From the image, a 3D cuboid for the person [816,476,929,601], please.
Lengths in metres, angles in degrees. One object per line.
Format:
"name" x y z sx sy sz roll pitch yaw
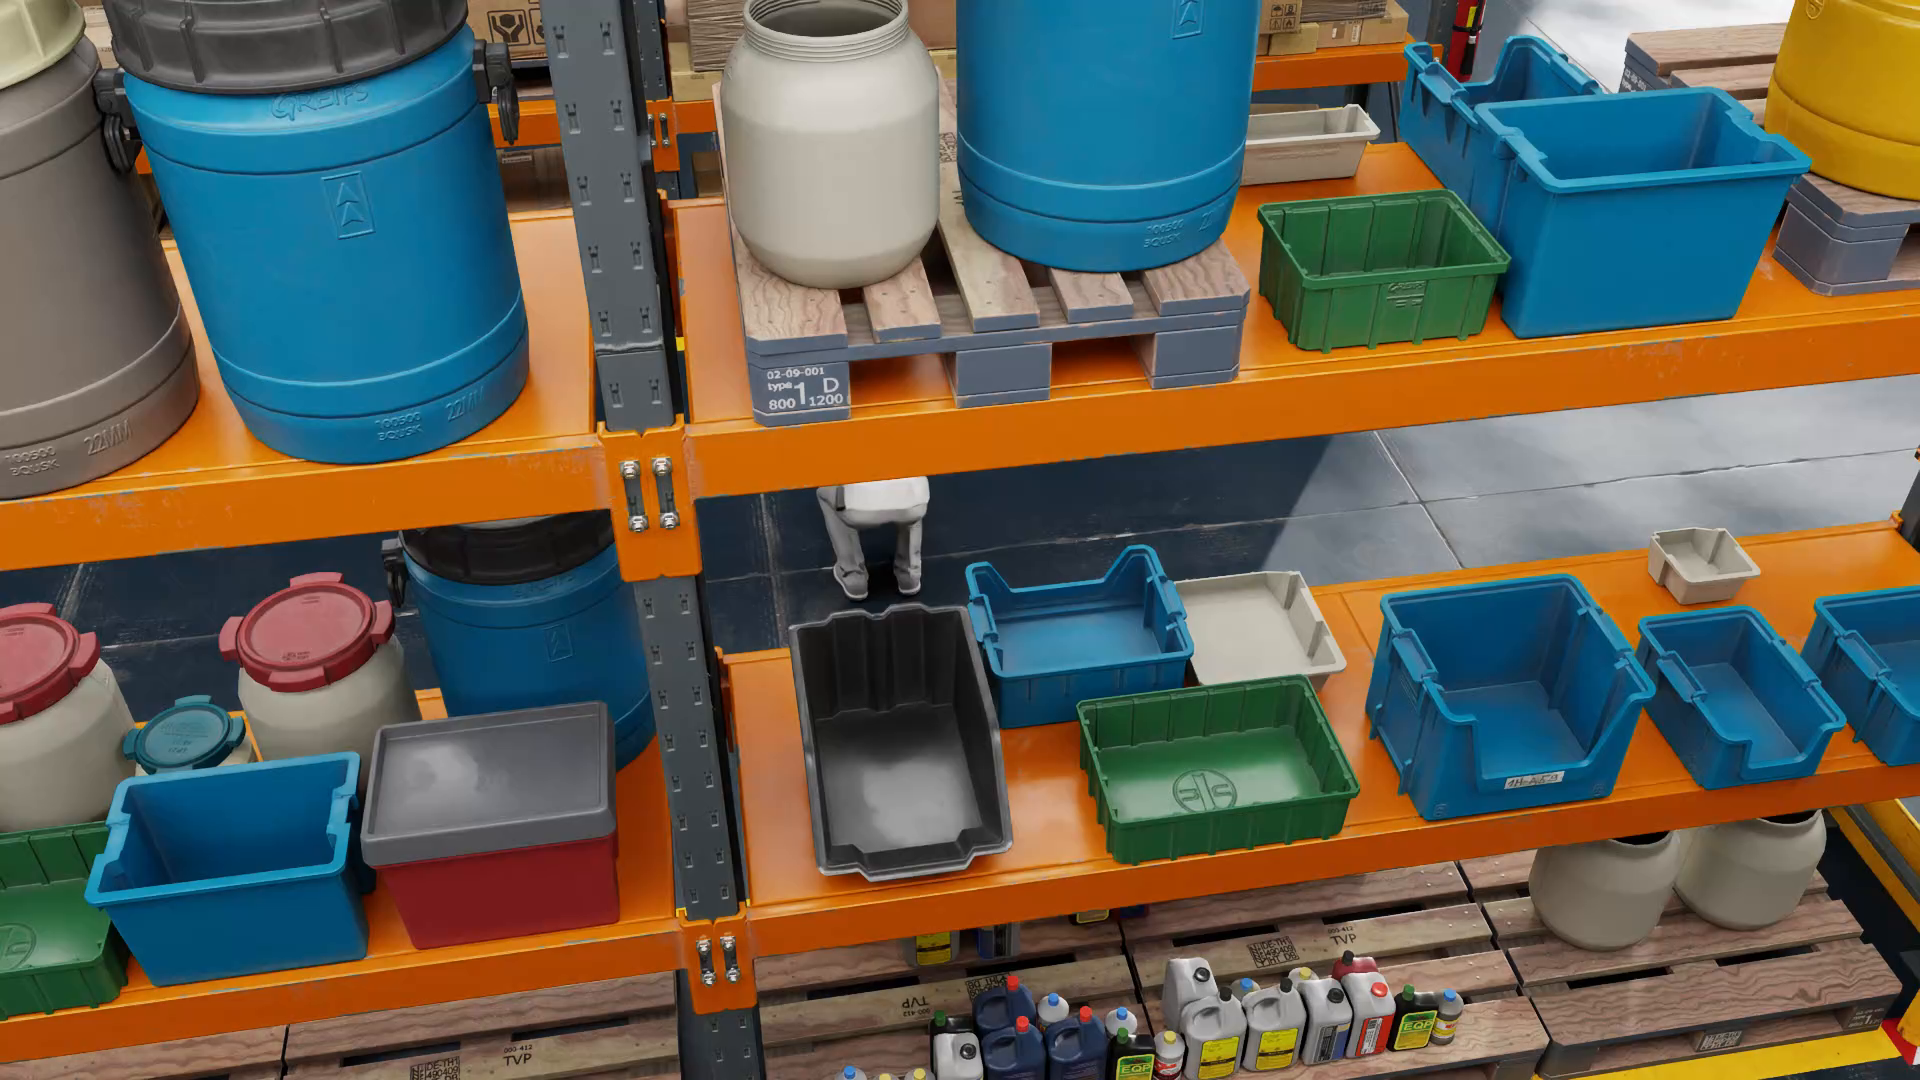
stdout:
"person" -0.383 -0.296 7.073 0.460 0.980 0.884 -7 39 -9
